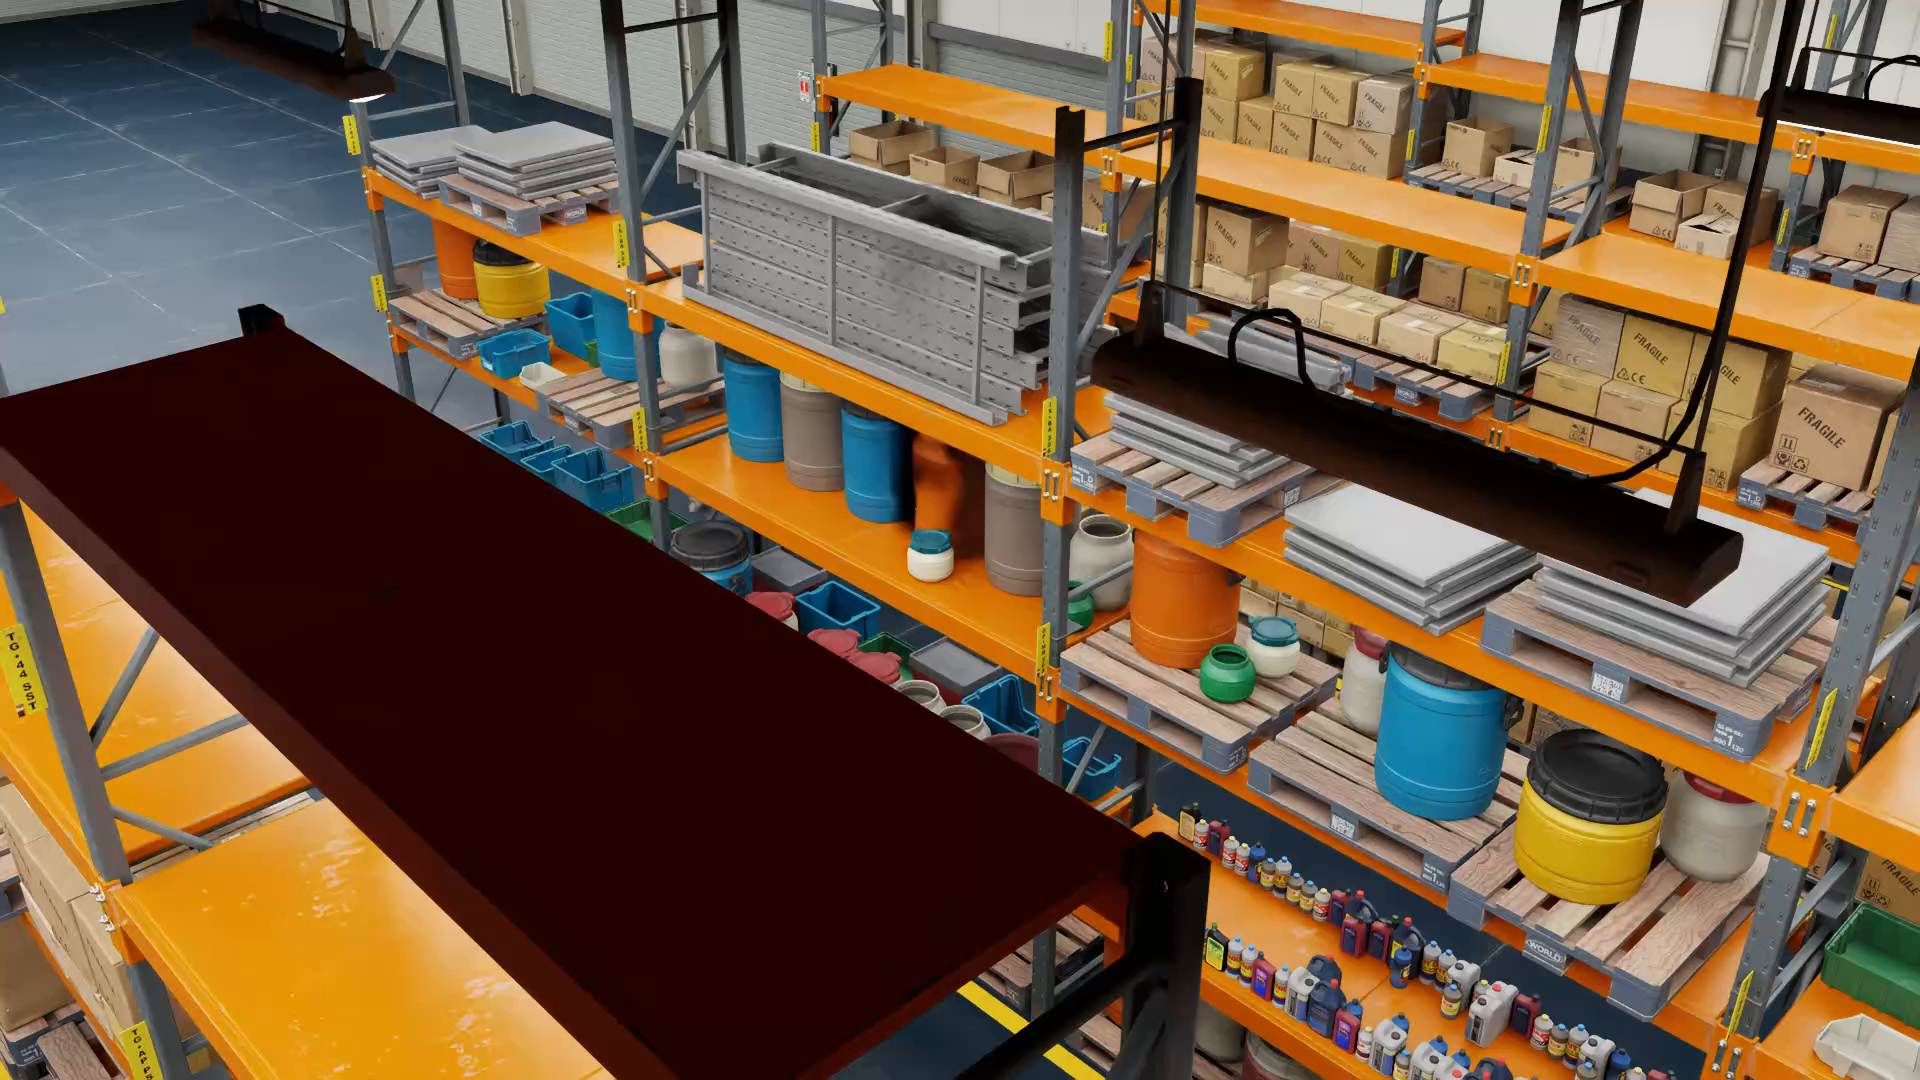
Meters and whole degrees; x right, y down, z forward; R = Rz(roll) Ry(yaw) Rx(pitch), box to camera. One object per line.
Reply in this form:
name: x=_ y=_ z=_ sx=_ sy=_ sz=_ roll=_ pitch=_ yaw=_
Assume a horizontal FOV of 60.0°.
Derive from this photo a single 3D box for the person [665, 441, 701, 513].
person: x=-2.852 y=-1.242 z=17.367 sx=0.800 sy=1.791 sz=0.776 roll=-17 pitch=33 yaw=-29
